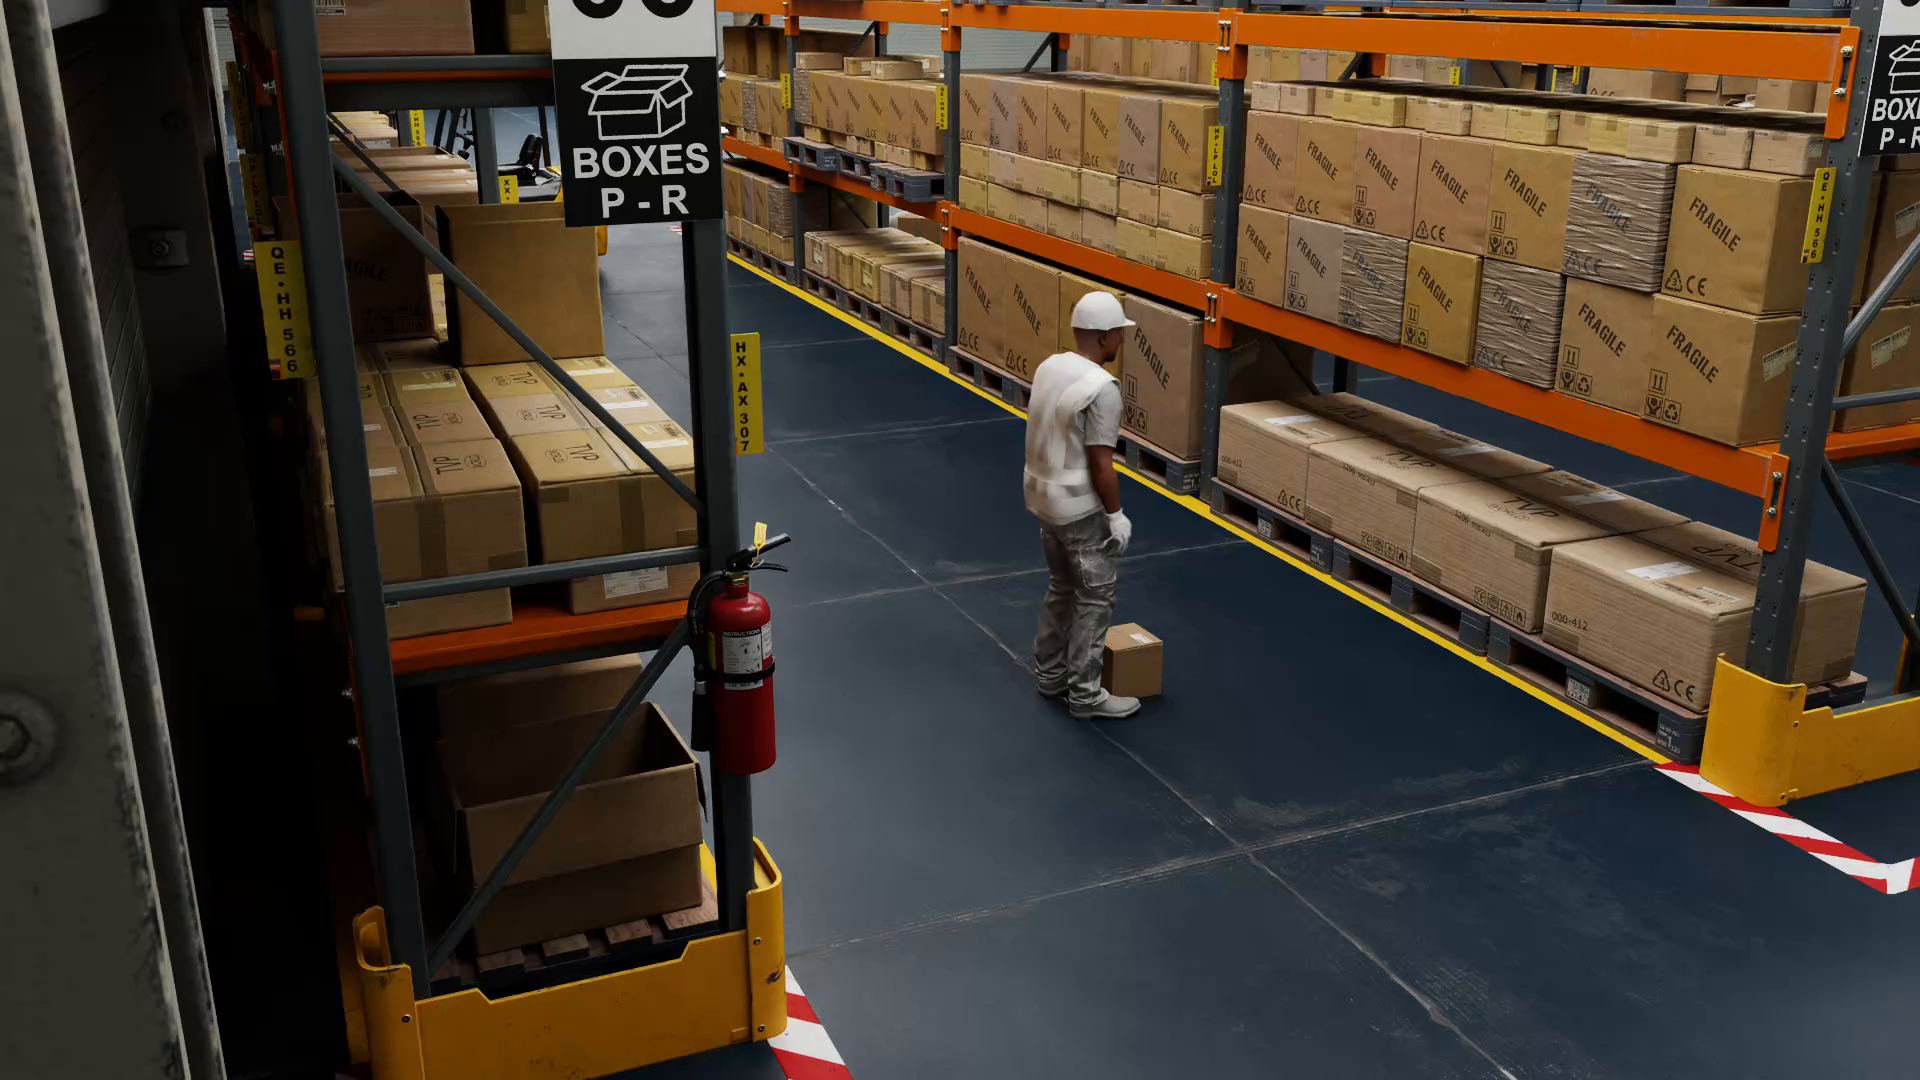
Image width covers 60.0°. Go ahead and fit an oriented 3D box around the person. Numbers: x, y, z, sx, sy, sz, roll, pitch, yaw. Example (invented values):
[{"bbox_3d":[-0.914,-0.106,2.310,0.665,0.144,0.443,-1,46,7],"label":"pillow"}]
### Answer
[{"bbox_3d":[0.515,-0.147,6.982,0.452,1.773,0.618,-8,20,-22],"label":"person"}]
